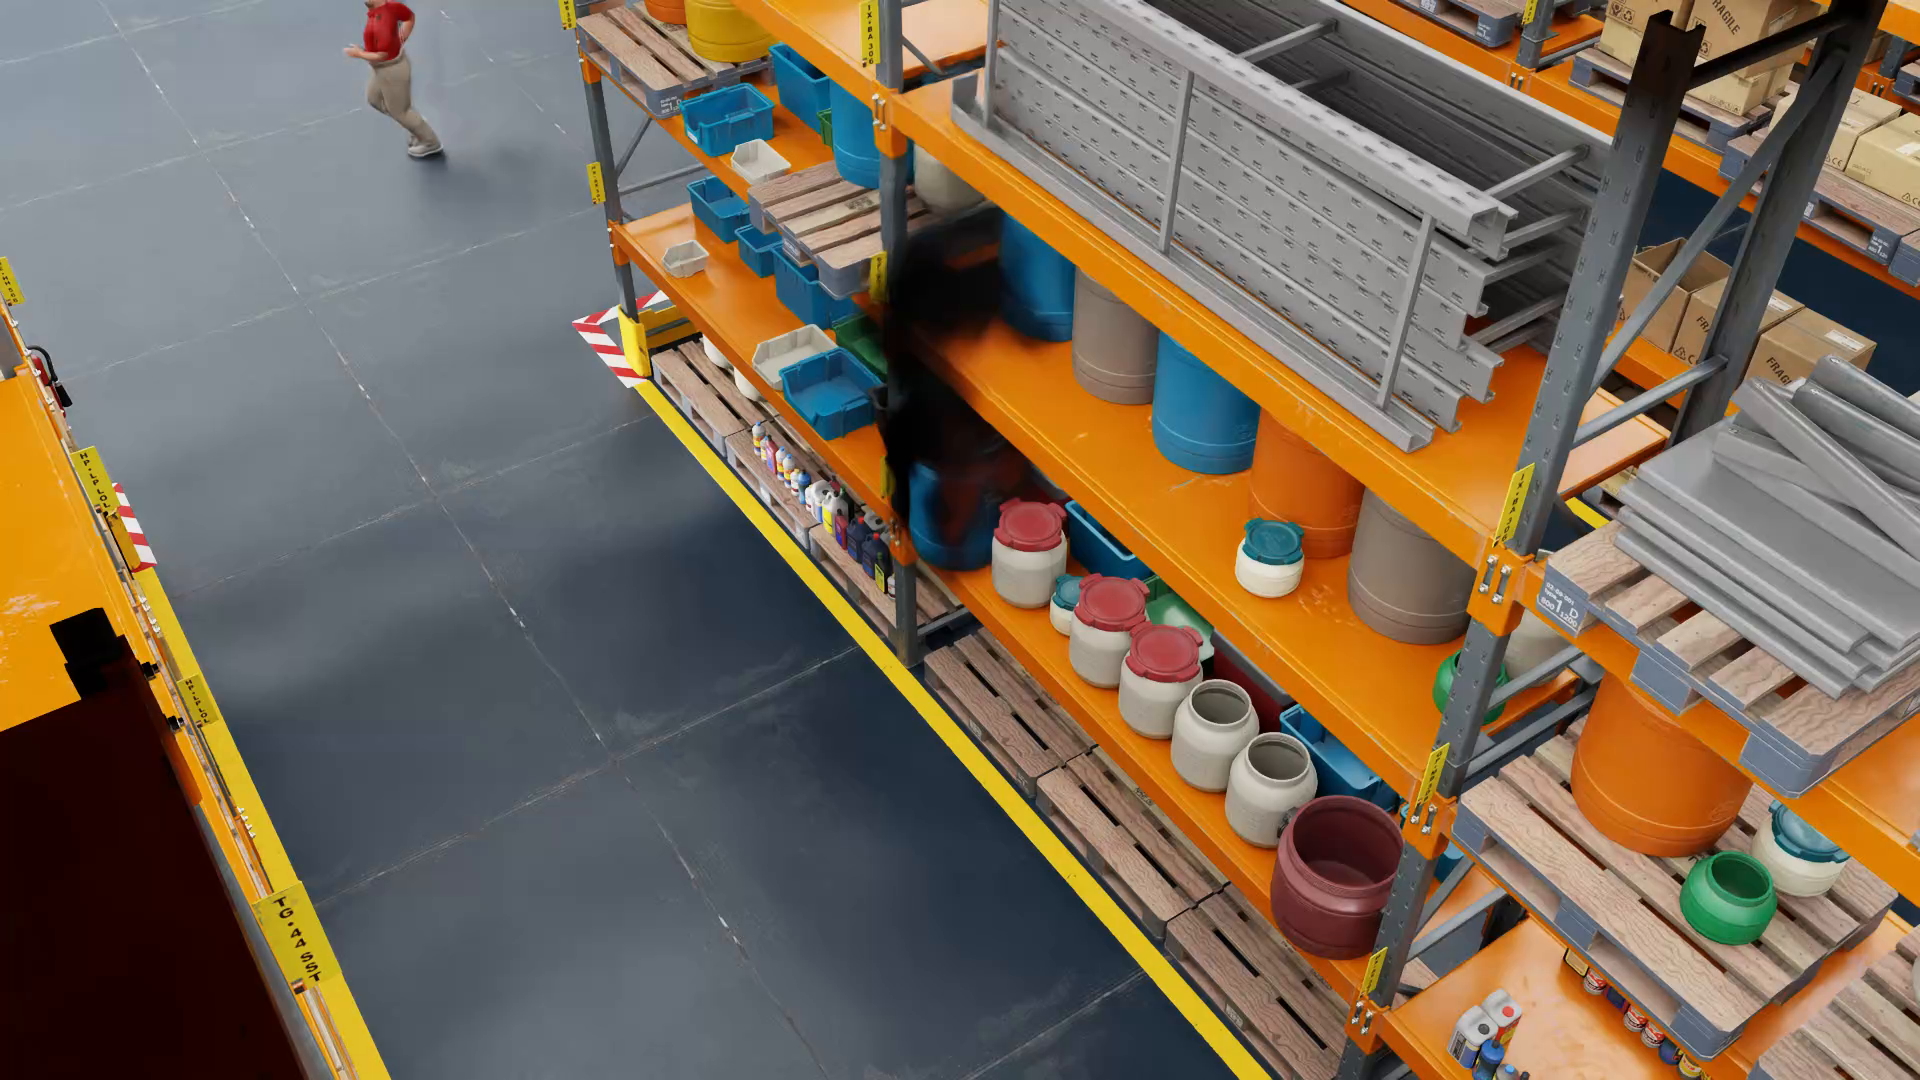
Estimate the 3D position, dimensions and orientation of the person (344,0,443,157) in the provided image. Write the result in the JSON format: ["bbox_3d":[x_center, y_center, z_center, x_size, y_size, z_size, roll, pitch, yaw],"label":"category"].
[{"bbox_3d":[-5.216,-4.281,15.150,0.659,1.698,0.647,-8,43,-9],"label":"person"}]
